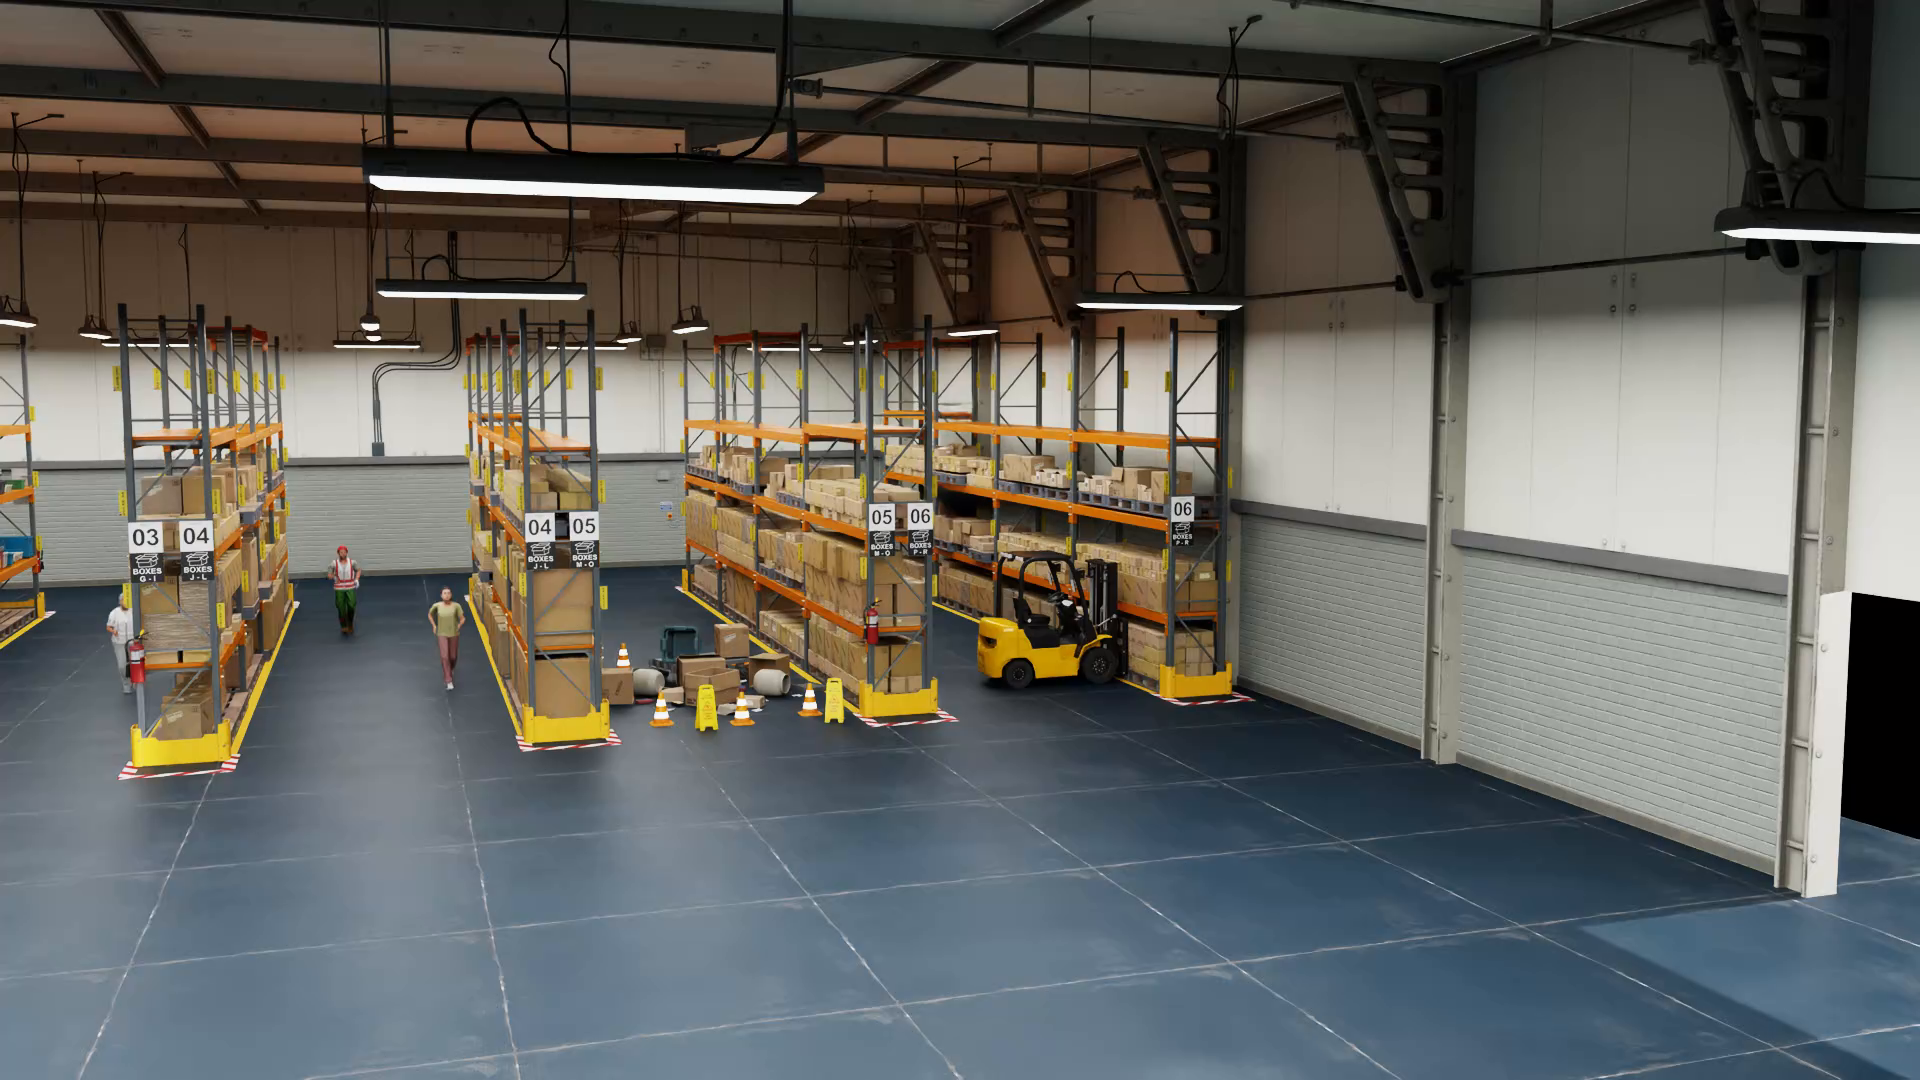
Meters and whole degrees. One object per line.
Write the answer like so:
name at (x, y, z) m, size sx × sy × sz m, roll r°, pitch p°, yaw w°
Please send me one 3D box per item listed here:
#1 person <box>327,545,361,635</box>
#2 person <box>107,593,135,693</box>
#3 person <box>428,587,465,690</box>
person at (-12.167, 0.999, 32.903) m, size 0.637 × 1.782 × 0.638 m, roll -2°, pitch 6°, yaw -21°
person at (-13.364, 1.658, 26.698) m, size 0.593 × 1.622 × 0.545 m, roll -2°, pitch 6°, yaw -25°
person at (-8.447, 1.591, 27.401) m, size 0.579 × 1.667 × 0.867 m, roll -2°, pitch 6°, yaw -21°
